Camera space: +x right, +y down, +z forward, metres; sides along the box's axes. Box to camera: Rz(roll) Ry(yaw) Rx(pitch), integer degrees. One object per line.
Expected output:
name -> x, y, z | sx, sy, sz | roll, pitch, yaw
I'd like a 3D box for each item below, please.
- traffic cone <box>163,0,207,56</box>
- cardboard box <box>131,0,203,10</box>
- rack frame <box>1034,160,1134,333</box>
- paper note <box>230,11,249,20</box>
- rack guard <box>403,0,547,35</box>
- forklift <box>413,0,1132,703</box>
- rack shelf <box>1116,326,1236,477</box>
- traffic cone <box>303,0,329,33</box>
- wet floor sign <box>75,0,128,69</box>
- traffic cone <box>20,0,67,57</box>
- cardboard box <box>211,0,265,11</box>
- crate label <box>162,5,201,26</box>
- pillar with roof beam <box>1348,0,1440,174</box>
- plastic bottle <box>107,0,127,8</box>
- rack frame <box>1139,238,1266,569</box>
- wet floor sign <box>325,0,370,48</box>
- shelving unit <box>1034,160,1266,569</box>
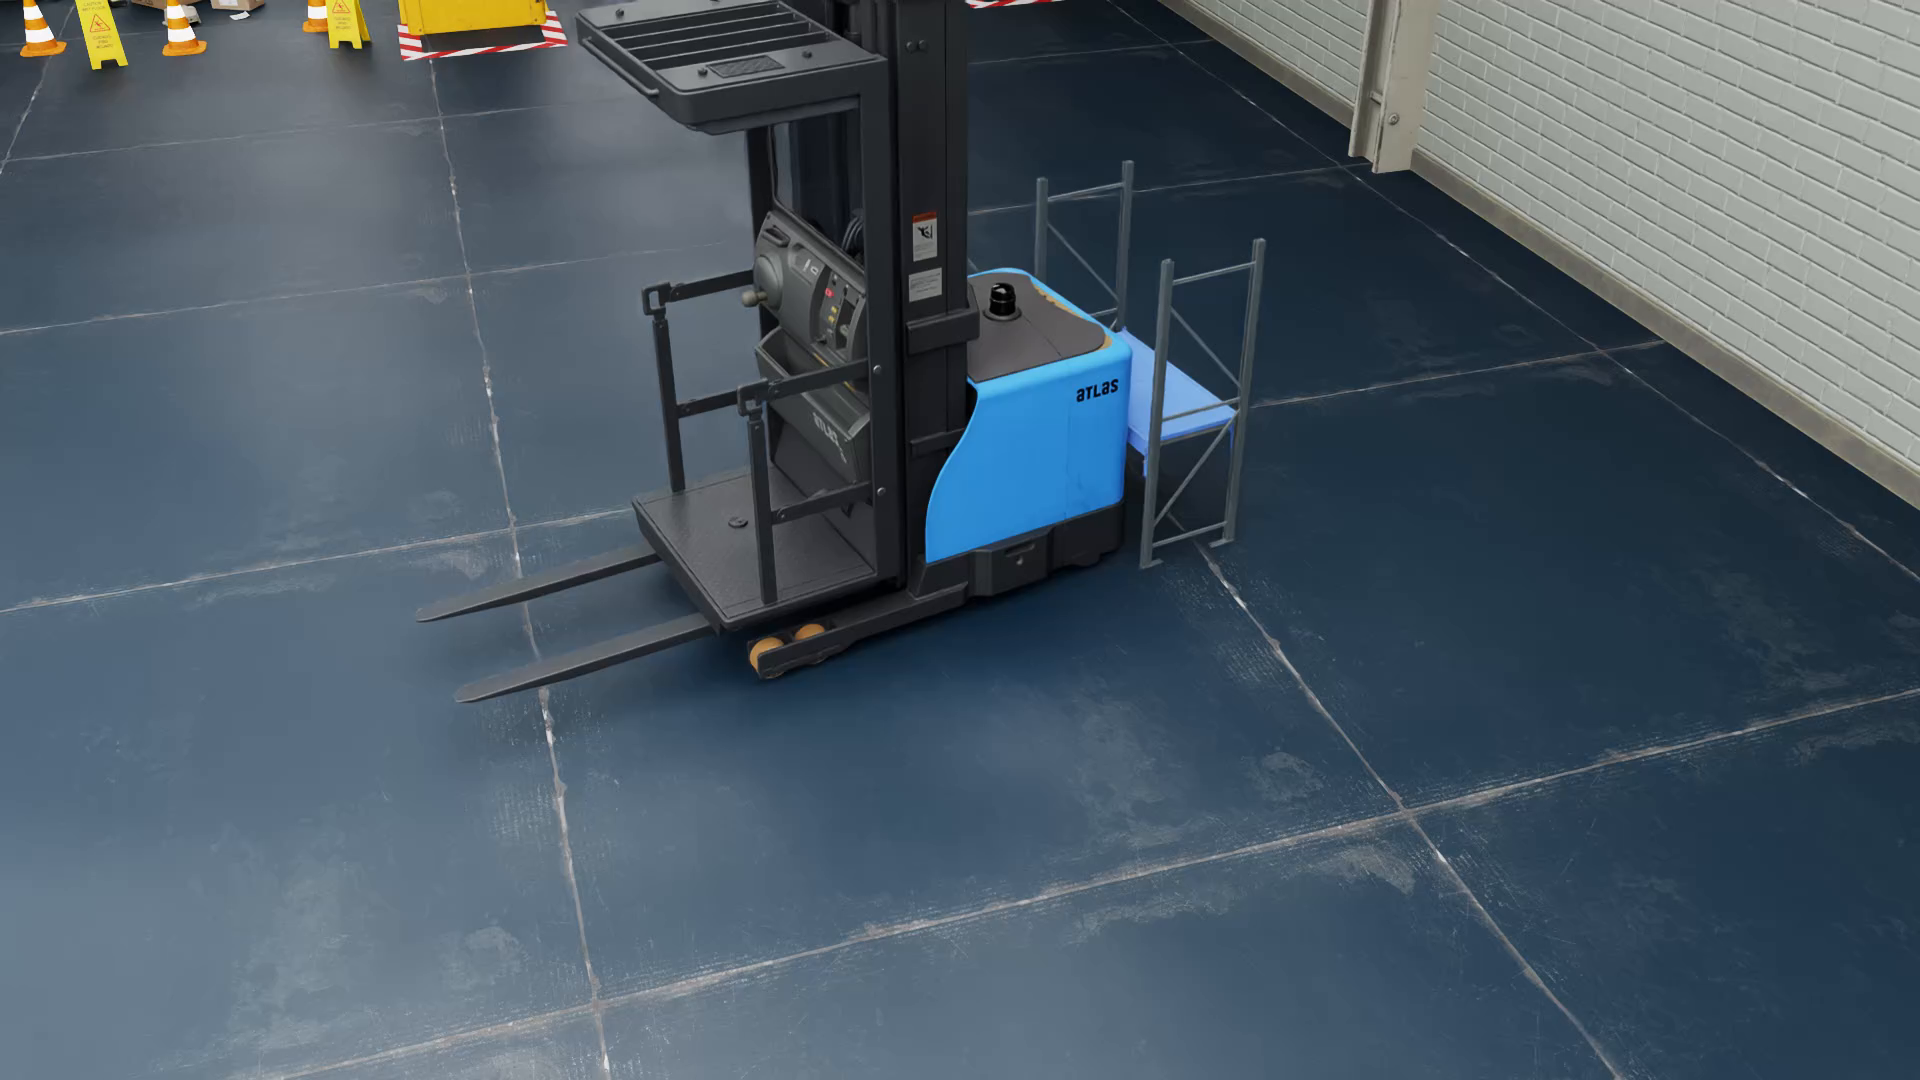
traffic cone -> -6.525, -4.325, 13.876 | 0.336, 0.463, 0.334 | -10, 35, -15
cardboard box -> -7.159, -5.195, 15.156 | 0.637, 0.503, 0.797 | 19, 38, 26
rack frame -> 0.574, -1.060, 7.994 | 0.500, 1.500, 0.032 | -16, 37, -23
paper note -> -6.396, -4.663, 14.779 | 0.148, 0.019, 0.142 | -23, 40, -31
rack guard -> -4.235, -4.737, 14.466 | 1.175, 0.500, 0.348 | -10, 35, -15
forklift -> -0.786, -0.984, 6.580 | 3.031, 2.935, 1.130 | -17, 37, -24
rack shelf -> 0.810, -0.662, 7.717 | 0.538, 0.185, 1.000 | -16, 37, -23
traffic cone -> -5.572, -4.691, 14.429 | 0.336, 0.463, 0.334 | -10, 35, -15
wet floor sign -> -7.001, -4.190, 13.506 | 0.267, 0.644, 0.232 | -16, 37, -23
traffic cone -> -7.705, -4.314, 13.859 | 0.336, 0.463, 0.334 | -10, 35, -15
cardboard box -> -6.536, -4.899, 15.029 | 0.380, 0.149, 0.250 | 7, 34, 10
crate label -> -6.824, -4.592, 14.575 | 0.298, 0.136, 0.250 | 27, 42, 34
pillar with roof beam -> -1.110, -5.723, 8.248 | 9.100, 9.000, 0.400 | -10, 35, -15
plastic bottle -> -7.682, -4.905, 15.117 | 0.133, 0.061, 0.283 | -23, 40, -31
rack frame -> 1.045, -0.563, 7.242 | 0.500, 1.500, 0.032 | -16, 37, -23
wet floor sign -> -5.173, -4.478, 13.942 | 0.267, 0.644, 0.232 | 1, 33, 2
shelving unit -> 0.810, -0.812, 7.618 | 0.538, 1.500, 1.048 | -16, 37, -23
